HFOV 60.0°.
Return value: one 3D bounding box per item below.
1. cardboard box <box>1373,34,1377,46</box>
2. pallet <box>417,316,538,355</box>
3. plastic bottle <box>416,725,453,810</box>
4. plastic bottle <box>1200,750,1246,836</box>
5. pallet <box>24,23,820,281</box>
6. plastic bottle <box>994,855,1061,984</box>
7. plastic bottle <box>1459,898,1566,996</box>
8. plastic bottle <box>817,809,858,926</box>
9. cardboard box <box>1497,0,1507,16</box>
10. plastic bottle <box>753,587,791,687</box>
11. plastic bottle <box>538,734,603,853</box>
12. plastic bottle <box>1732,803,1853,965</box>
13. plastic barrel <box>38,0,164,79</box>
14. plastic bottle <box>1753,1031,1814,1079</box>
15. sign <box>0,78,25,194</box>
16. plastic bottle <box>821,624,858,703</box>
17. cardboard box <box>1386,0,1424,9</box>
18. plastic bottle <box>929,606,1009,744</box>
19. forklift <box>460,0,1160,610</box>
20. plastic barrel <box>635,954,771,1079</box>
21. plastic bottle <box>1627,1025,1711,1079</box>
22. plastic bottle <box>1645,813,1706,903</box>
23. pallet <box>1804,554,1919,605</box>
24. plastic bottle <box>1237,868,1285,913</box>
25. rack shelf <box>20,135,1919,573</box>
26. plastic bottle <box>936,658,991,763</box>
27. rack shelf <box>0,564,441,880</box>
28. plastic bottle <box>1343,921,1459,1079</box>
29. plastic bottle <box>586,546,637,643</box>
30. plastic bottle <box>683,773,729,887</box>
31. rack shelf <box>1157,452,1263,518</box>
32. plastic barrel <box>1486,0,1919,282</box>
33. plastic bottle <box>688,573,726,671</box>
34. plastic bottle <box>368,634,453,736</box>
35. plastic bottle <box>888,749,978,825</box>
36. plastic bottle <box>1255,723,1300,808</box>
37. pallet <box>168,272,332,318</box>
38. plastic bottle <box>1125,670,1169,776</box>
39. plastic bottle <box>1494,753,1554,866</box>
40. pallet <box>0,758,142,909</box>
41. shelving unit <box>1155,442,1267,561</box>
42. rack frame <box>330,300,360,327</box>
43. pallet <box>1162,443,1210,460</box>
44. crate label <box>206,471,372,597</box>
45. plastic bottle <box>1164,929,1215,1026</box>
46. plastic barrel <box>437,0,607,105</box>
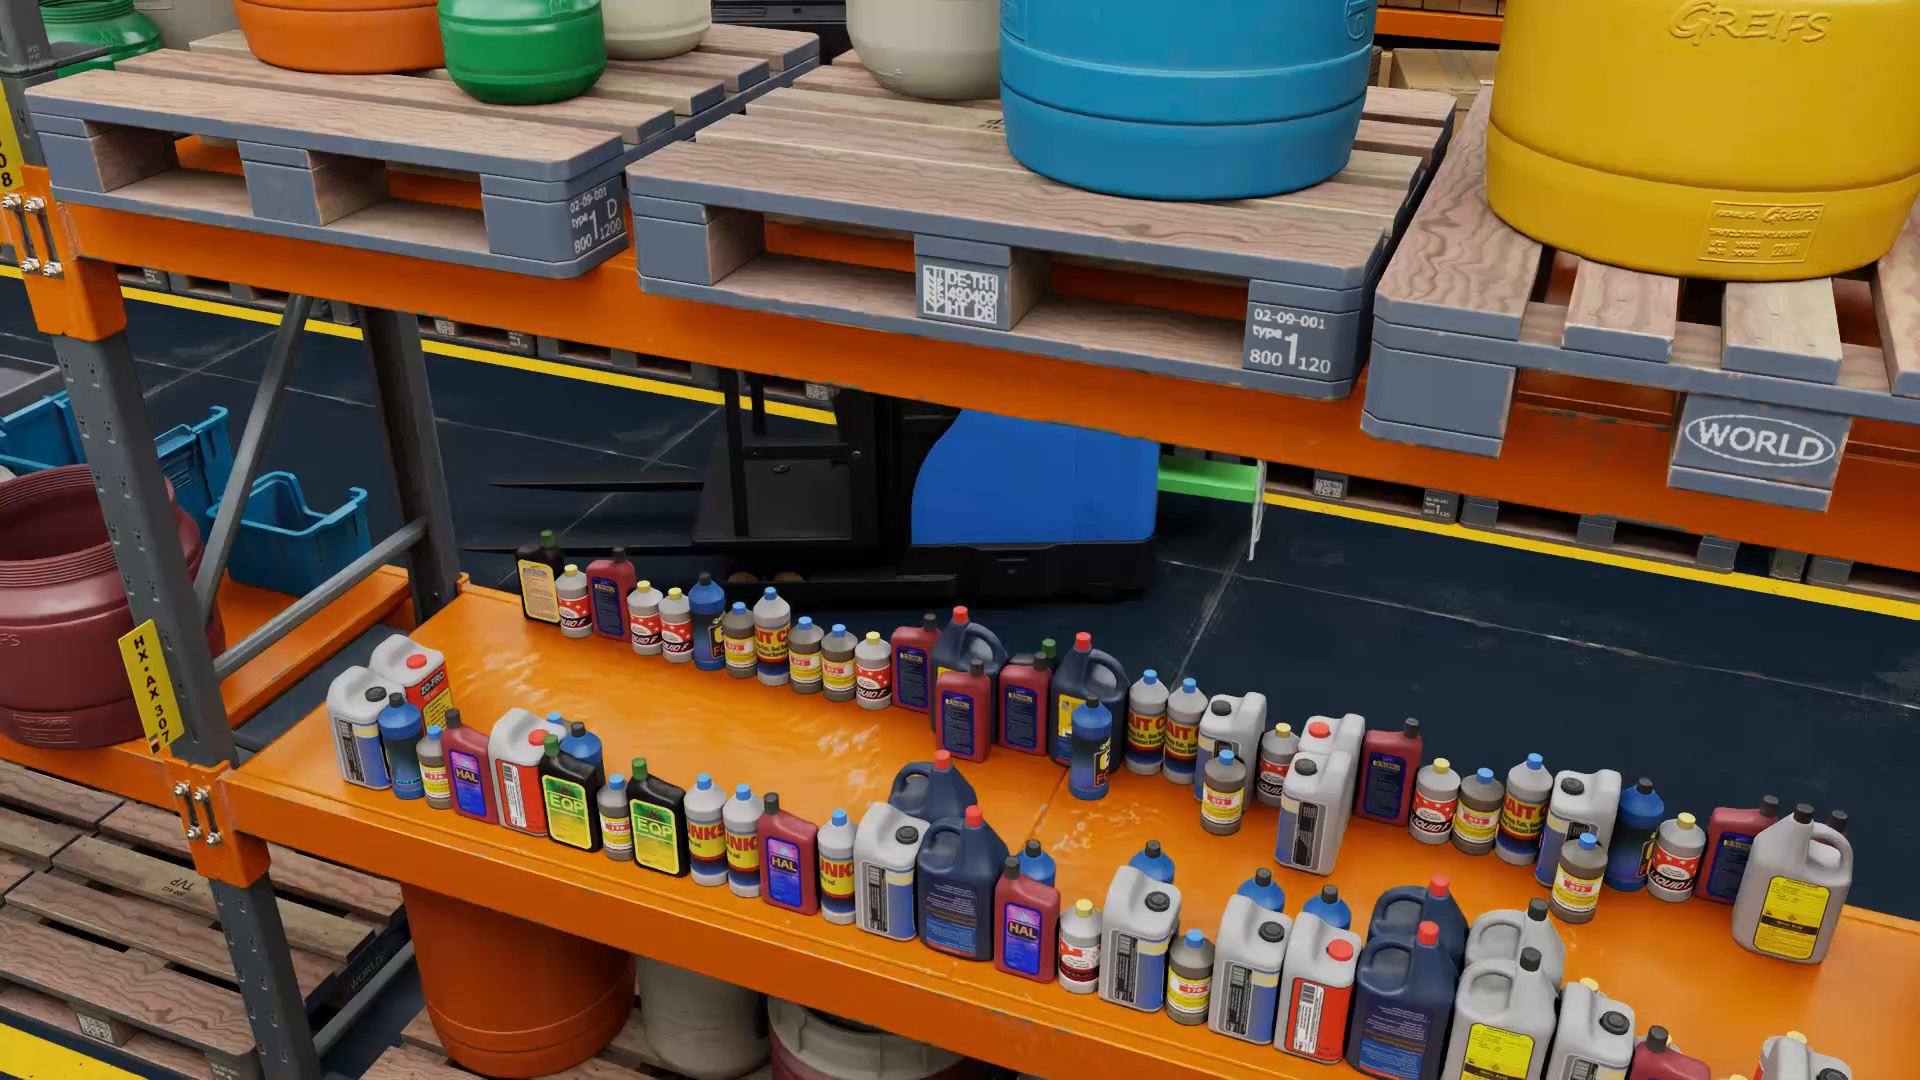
[{"bbox_3d":[2.653,-3.401,12.477,0.750,0.750,0.750,11,31,18],"label":"cardboard box"},{"bbox_3d":[-2.847,-1.498,10.186,1.213,0.211,1.003,11,31,19],"label":"pallet"},{"bbox_3d":[-1.237,0.533,3.961,0.097,0.201,0.097,0,29,0],"label":"plastic bottle"},{"bbox_3d":[0.615,0.580,3.877,0.097,0.201,0.097,0,29,0],"label":"plastic bottle"},{"bbox_3d":[-1.032,-0.871,3.385,1.213,0.211,1.003,11,31,19],"label":"pallet"},{"bbox_3d":[0.139,0.782,3.437,0.133,0.283,0.061,11,31,19],"label":"plastic bottle"},{"bbox_3d":[1.082,0.842,3.262,0.185,0.351,0.144,11,31,19],"label":"plastic bottle"},{"bbox_3d":[-0.257,0.698,3.597,0.097,0.271,0.097,0,29,0],"label":"plastic bottle"},{"bbox_3d":[3.905,-3.752,11.575,0.250,0.149,0.380,12,32,21],"label":"cardboard box"},{"bbox_3d":[-0.494,0.248,4.394,0.097,0.271,0.097,0,29,0],"label":"plastic bottle"},{"bbox_3d":[-0.889,0.576,3.800,0.133,0.283,0.061,11,31,19],"label":"plastic bottle"},{"bbox_3d":[1.761,0.708,3.499,0.185,0.351,0.144,11,31,19],"label":"plastic bottle"},{"bbox_3d":[-1.952,-1.094,3.746,0.294,0.245,0.294,0,29,0],"label":"plastic barrel"},{"bbox_3d":[1.546,1.008,3.121,0.097,0.201,0.097,0,29,0],"label":"plastic bottle"},{"bbox_3d":[-1.904,-0.841,3.248,0.005,0.325,0.100,11,31,19],"label":"sign"},{"bbox_3d":[-0.313,0.314,4.348,0.097,0.201,0.097,0,29,0],"label":"plastic bottle"},{"bbox_3d":[3.207,-3.910,11.855,0.250,0.149,0.380,12,32,20],"label":"cardboard box"},{"bbox_3d":[0.022,0.329,4.170,0.185,0.351,0.144,11,31,19],"label":"plastic bottle"},{"bbox_3d":[-0.674,-1.232,6.951,3.031,2.935,1.130,-1,29,-1],"label":"forklift"},{"bbox_3d":[-0.687,1.214,4.656,0.421,0.512,0.421,0,29,0],"label":"plastic barrel"},{"bbox_3d":[1.284,1.010,3.033,0.133,0.283,0.061,11,31,19],"label":"plastic bottle"},{"bbox_3d":[1.586,0.693,3.677,0.097,0.201,0.097,0,29,0],"label":"plastic bottle"},{"bbox_3d":[4.505,-0.009,7.552,1.213,0.211,1.003,11,31,19],"label":"pallet"},{"bbox_3d":[0.615,0.791,3.432,0.097,0.271,0.097,0,29,0],"label":"plastic bottle"},{"bbox_3d":[0.149,-0.456,3.191,4.000,0.370,1.077,11,31,19],"label":"rack shelf"},{"bbox_3d":[0.008,0.409,4.096,0.133,0.283,0.061,11,31,19],"label":"plastic bottle"},{"bbox_3d":[-3.557,0.110,5.238,4.000,0.370,1.077,11,31,19],"label":"rack shelf"},{"bbox_3d":[0.857,0.873,3.206,0.185,0.351,0.144,11,31,19],"label":"plastic bottle"},{"bbox_3d":[-0.955,0.141,4.571,0.133,0.283,0.061,11,31,19],"label":"plastic bottle"},{"bbox_3d":[-0.561,0.637,3.705,0.097,0.271,0.097,0,29,0],"label":"plastic bottle"},{"bbox_3d":[1.127,-0.253,7.597,0.480,0.148,0.258,9,31,15],"label":"rack shelf"},{"bbox_3d":[1.081,-0.740,2.344,0.600,0.588,0.600,0,29,0],"label":"plastic barrel"},{"bbox_3d":[-0.674,0.212,4.458,0.097,0.271,0.097,0,29,0],"label":"plastic bottle"},{"bbox_3d":[-1.367,0.379,4.157,0.135,0.276,0.152,11,31,19],"label":"plastic bottle"},{"bbox_3d":[-0.060,0.610,3.673,0.185,0.351,0.144,11,31,19],"label":"plastic bottle"},{"bbox_3d":[0.762,0.529,3.968,0.097,0.201,0.097,0,29,0],"label":"plastic bottle"},{"bbox_3d":[-4.266,-1.783,10.690,1.213,0.211,1.003,11,31,19],"label":"pallet"},{"bbox_3d":[0.457,0.437,4.058,0.097,0.271,0.097,0,29,0],"label":"plastic bottle"},{"bbox_3d":[1.281,0.602,3.767,0.097,0.271,0.097,0,29,0],"label":"plastic bottle"},{"bbox_3d":[-3.534,0.993,5.778,1.213,0.211,1.003,11,31,19],"label":"pallet"},{"bbox_3d":[1.127,-0.518,7.447,0.503,1.200,0.258,9,31,15],"label":"shelving unit"},{"bbox_3d":[-3.545,-2.831,9.710,0.127,3.000,1.000,11,31,19],"label":"rack frame"},{"bbox_3d":[0.840,-0.722,8.812,1.213,0.211,1.003,11,31,19],"label":"pallet"},{"bbox_3d":[-1.953,-0.009,4.888,0.416,0.233,0.303,11,31,19],"label":"crate label"},{"bbox_3d":[0.468,0.873,3.359,0.097,0.201,0.097,0,29,0],"label":"plastic bottle"},{"bbox_3d":[-0.808,-0.953,3.071,0.294,0.245,0.294,0,29,0],"label":"plastic barrel"}]
